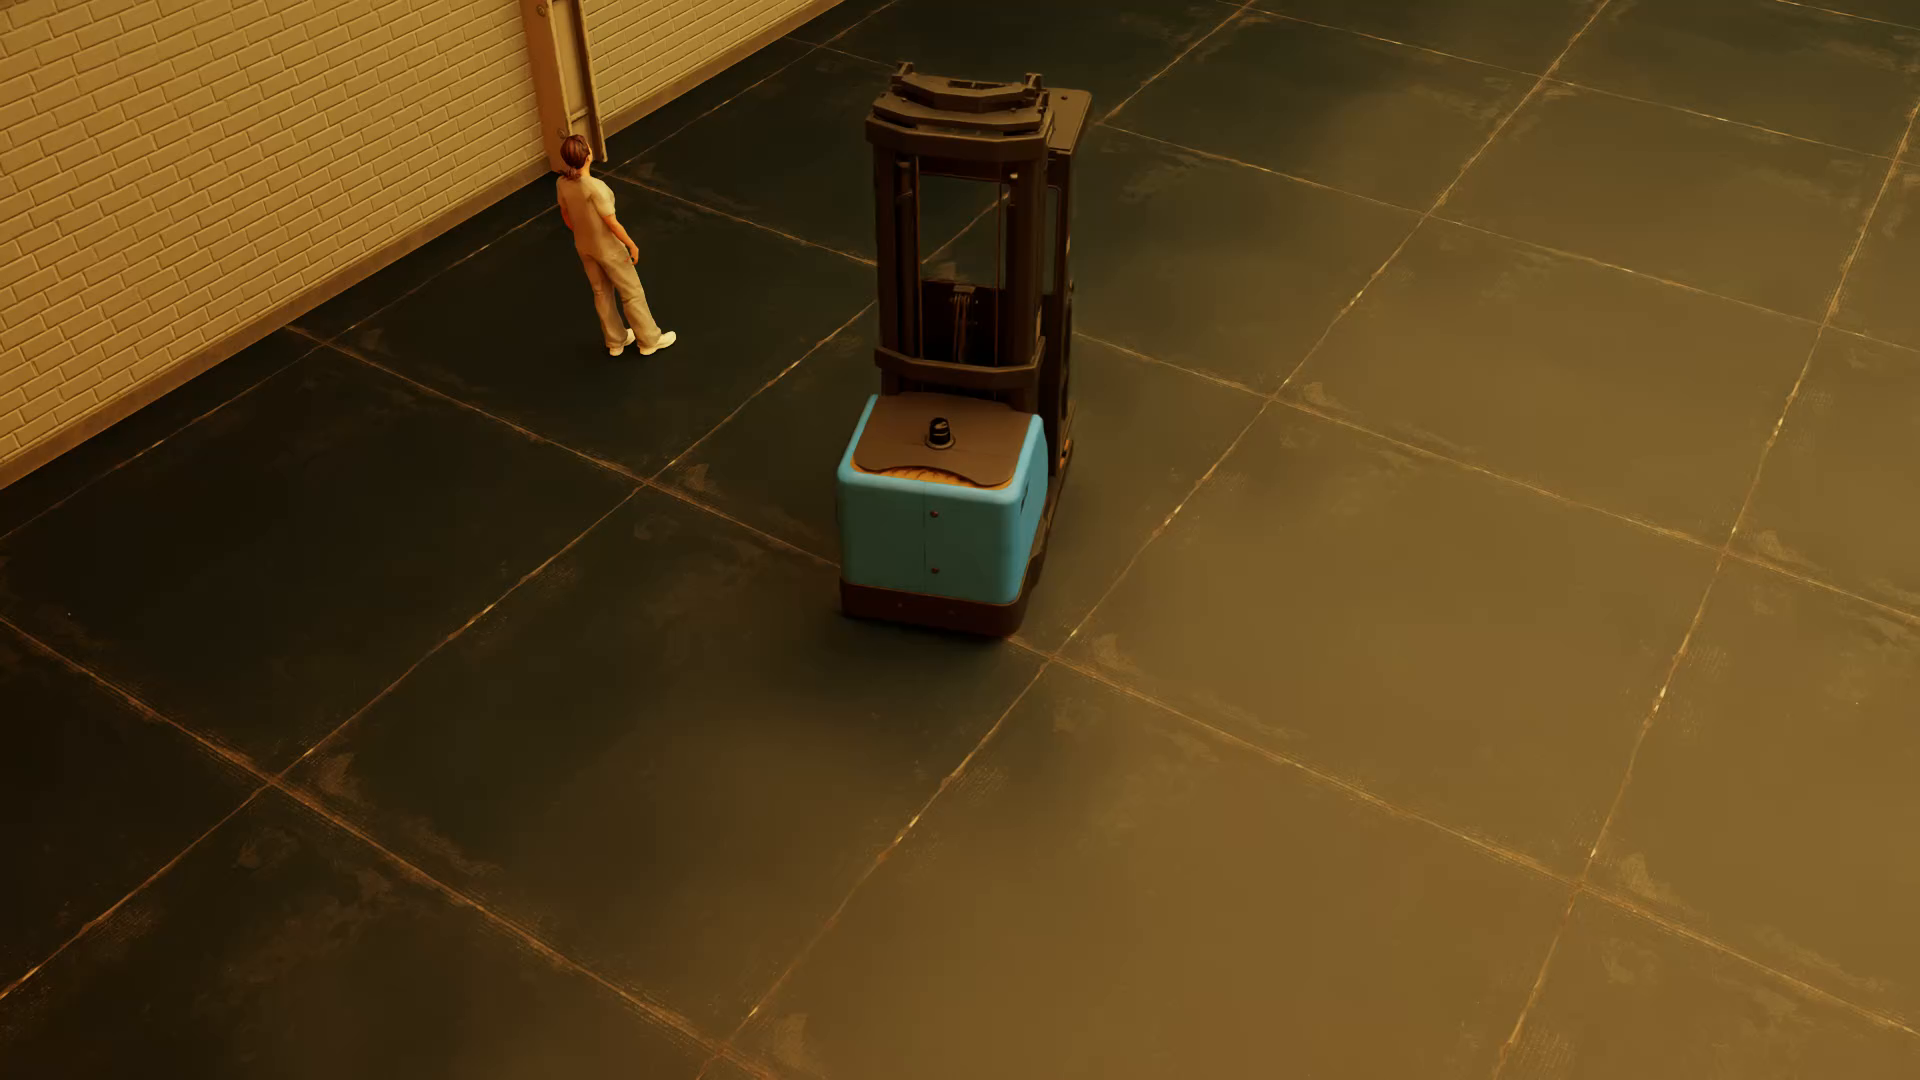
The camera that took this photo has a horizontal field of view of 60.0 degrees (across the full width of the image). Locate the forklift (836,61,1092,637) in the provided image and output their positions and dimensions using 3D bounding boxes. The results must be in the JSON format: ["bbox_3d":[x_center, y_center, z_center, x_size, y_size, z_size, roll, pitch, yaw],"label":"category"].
[{"bbox_3d":[0.121,-1.527,9.769,1.130,2.935,3.031,8,41,9],"label":"forklift"}]

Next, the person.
[{"bbox_3d":[-2.386,-2.015,11.305,0.548,1.673,0.549,21,45,23],"label":"person"}]
